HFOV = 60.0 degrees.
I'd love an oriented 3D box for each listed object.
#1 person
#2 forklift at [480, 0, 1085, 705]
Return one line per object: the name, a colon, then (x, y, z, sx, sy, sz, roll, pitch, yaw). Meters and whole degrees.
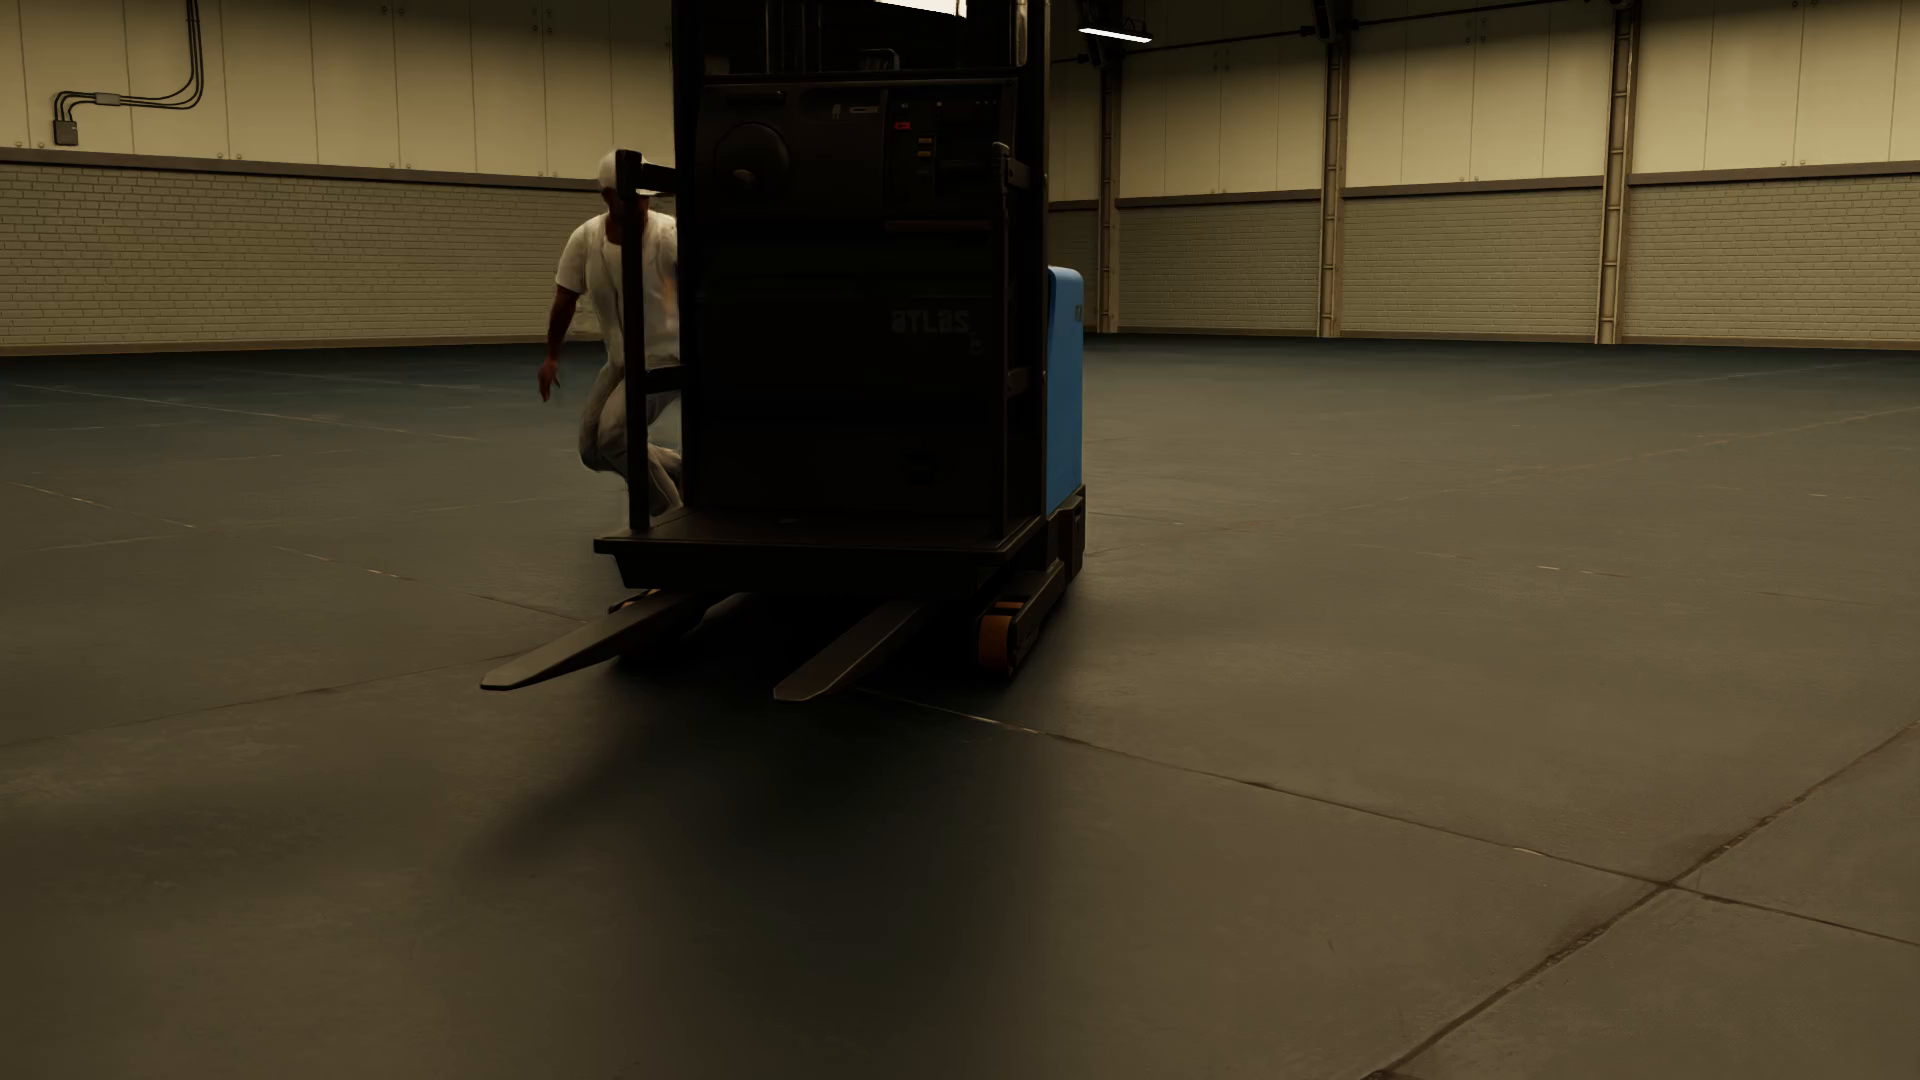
person: (-1.262, -0.780, 6.752, 0.872, 1.555, 0.644, 6, 11, 36)
forklift: (-0.336, -1.151, 4.516, 1.130, 2.935, 3.031, 2, 9, 11)
